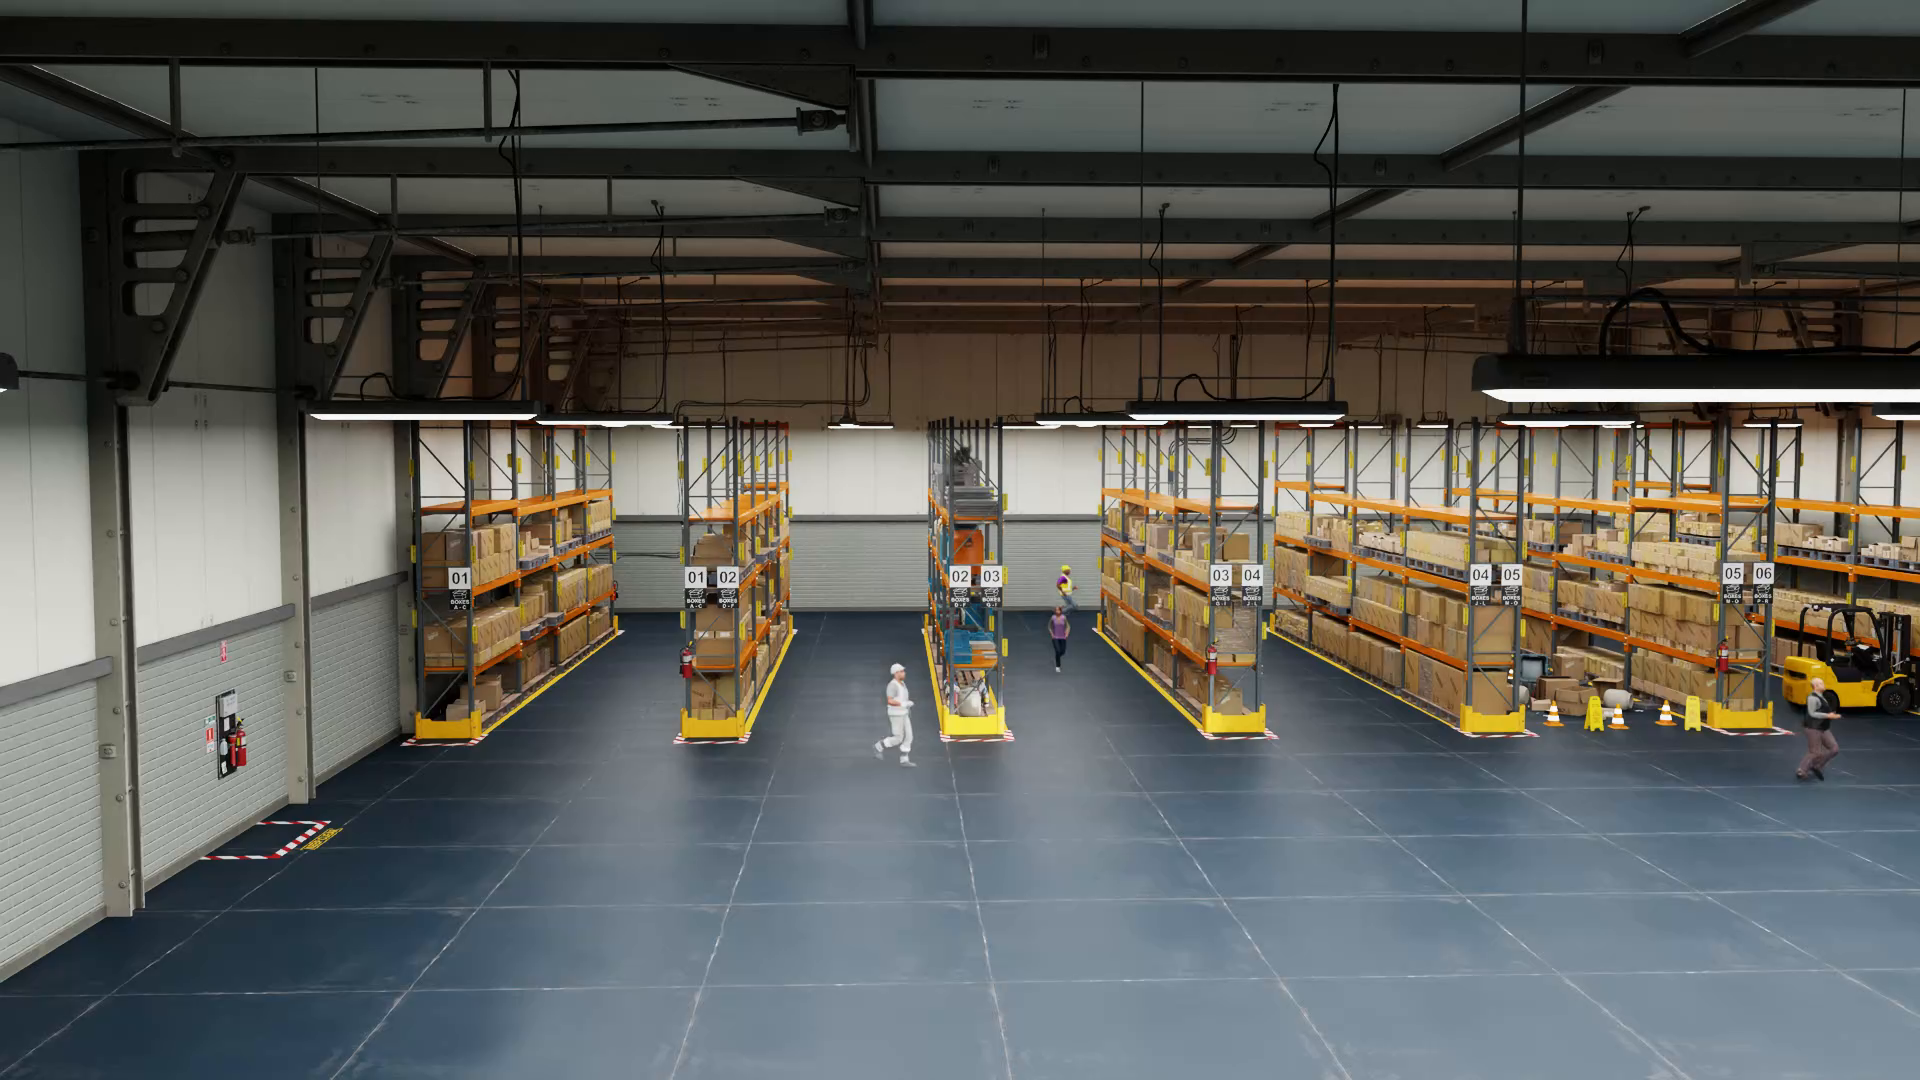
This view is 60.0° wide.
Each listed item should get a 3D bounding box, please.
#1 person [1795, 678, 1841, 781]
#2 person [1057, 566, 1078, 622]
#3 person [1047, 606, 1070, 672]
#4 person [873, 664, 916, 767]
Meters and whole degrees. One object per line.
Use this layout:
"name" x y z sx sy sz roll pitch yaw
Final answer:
"person" 14.031 3.101 27.120 0.627 1.713 0.697 -4 5 -44
"person" 3.216 1.621 49.579 0.597 1.720 0.690 1 4 11
"person" 2.358 2.357 39.829 0.542 1.570 0.555 0 4 -3
"person" -1.102 2.987 28.380 0.782 1.757 0.663 1 4 20
